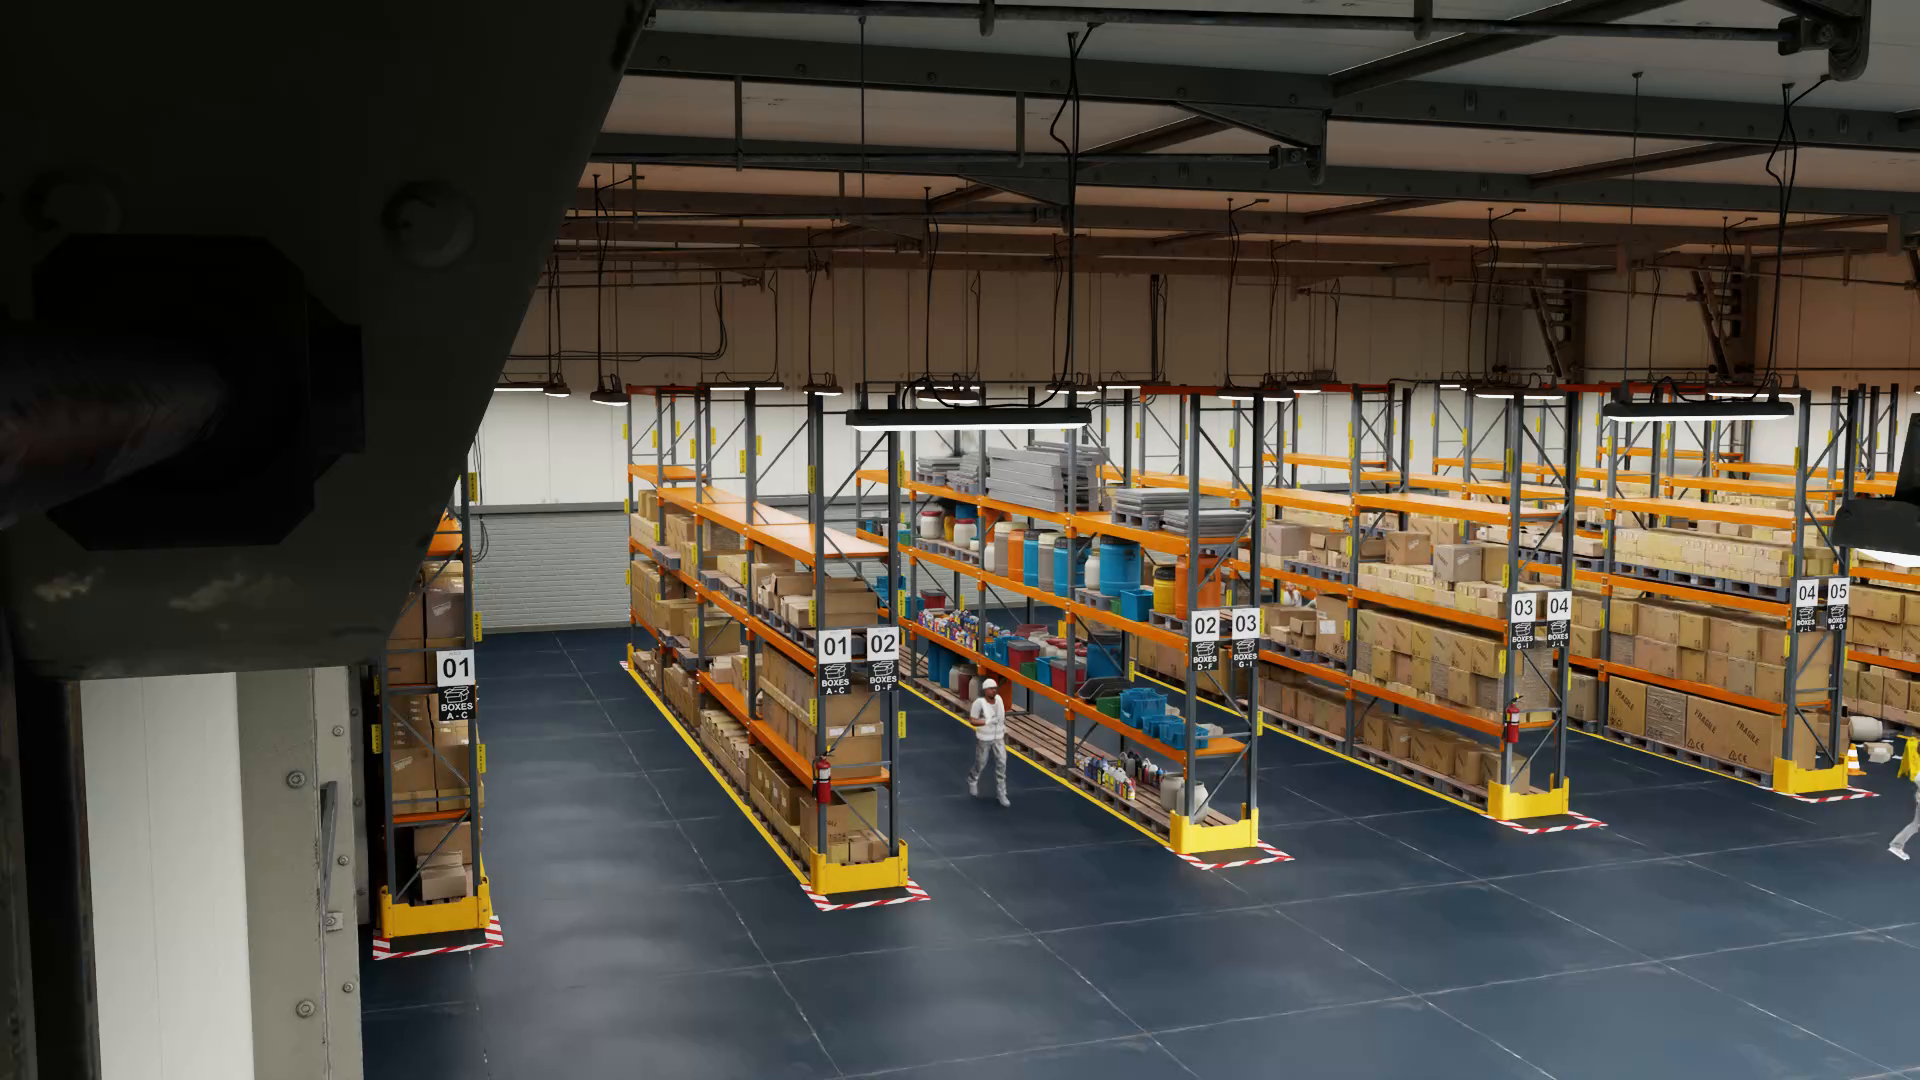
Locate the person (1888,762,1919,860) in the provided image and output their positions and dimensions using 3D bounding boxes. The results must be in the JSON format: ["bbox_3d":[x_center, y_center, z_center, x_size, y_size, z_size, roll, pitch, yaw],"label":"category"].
[{"bbox_3d":[12.252,3.347,21.067,0.797,1.626,0.519,1,6,12],"label":"person"}]

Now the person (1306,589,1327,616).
[{"bbox_3d":[7.598,1.836,35.068,0.667,1.767,0.740,-2,6,-16],"label":"person"}]

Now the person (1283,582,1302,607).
[{"bbox_3d":[7.218,1.744,36.161,0.764,1.728,0.706,-2,6,-21],"label":"person"}]

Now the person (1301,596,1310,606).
[{"bbox_3d":[8.498,1.241,40.984,0.714,1.800,0.682,5,8,41],"label":"person"}]

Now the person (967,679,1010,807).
[{"bbox_3d":[0.412,2.915,24.267,0.704,1.813,0.906,-3,7,-30],"label":"person"}]
